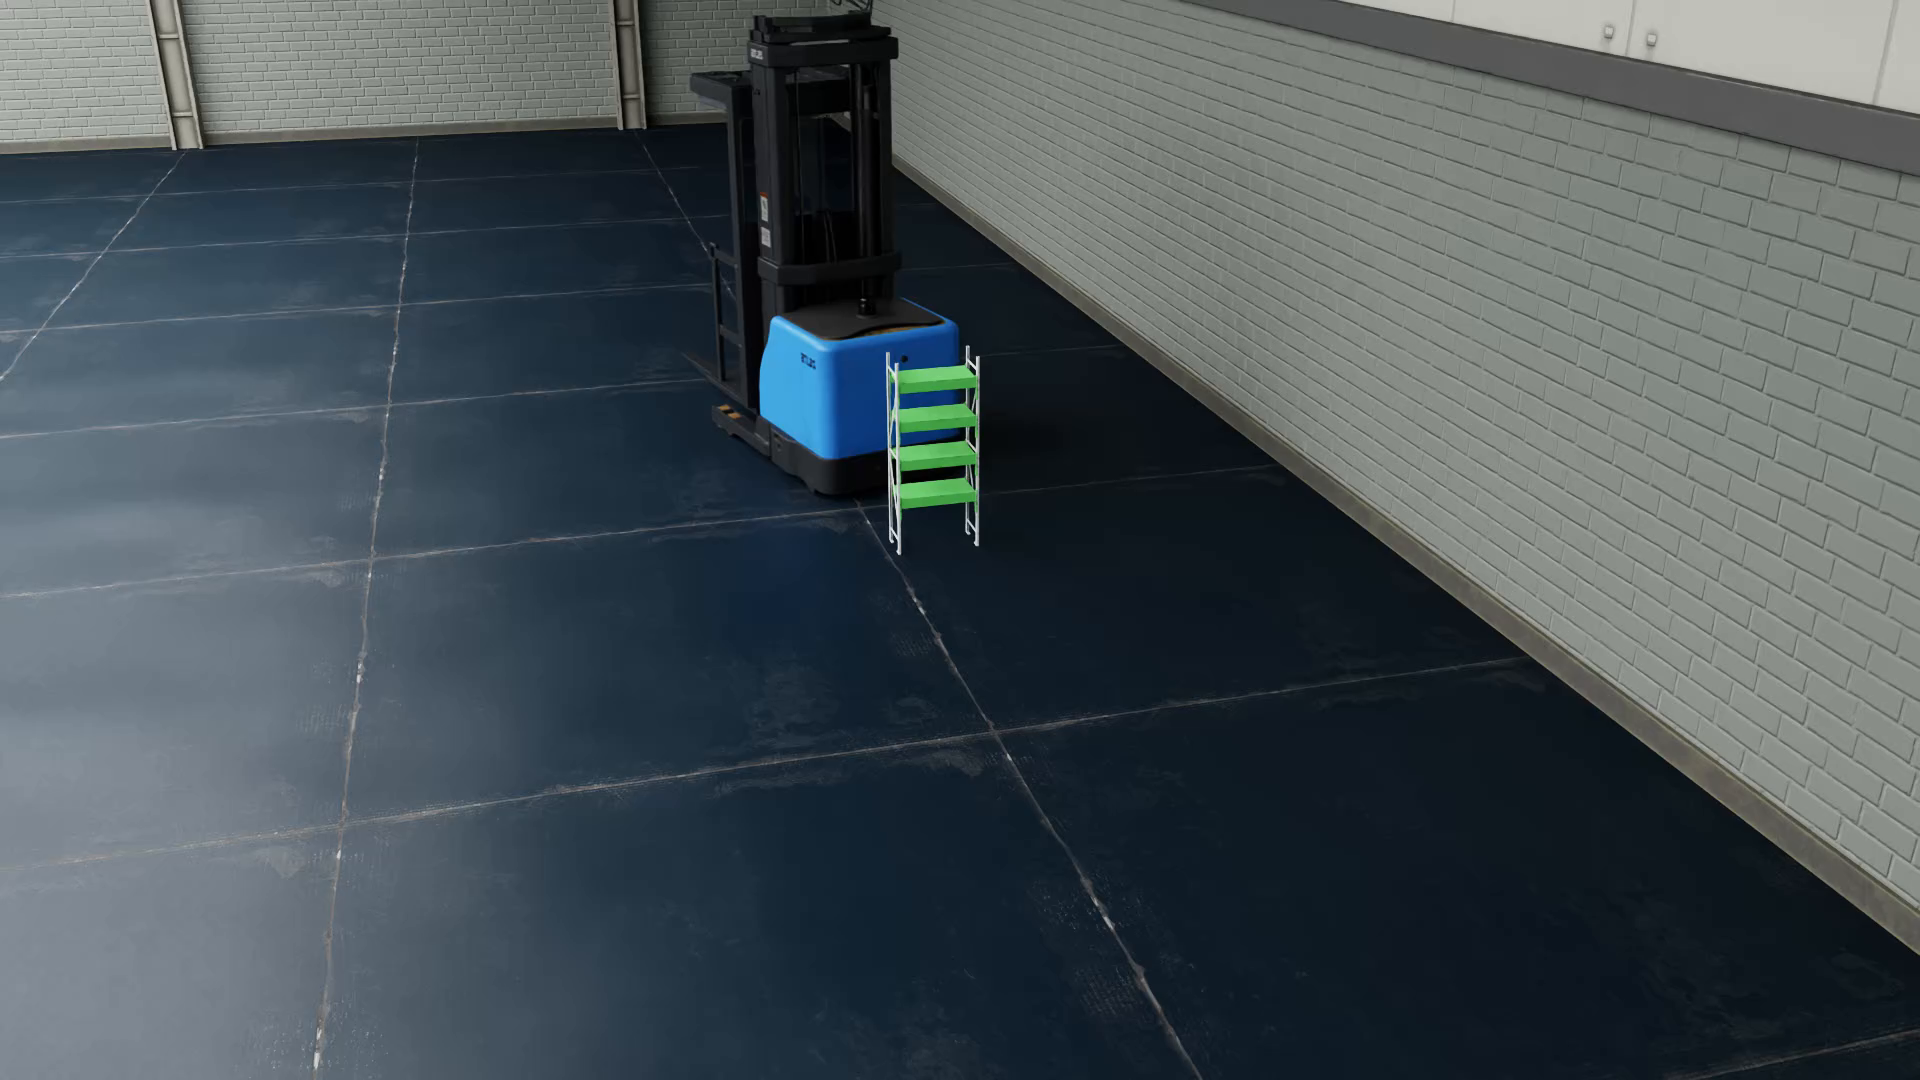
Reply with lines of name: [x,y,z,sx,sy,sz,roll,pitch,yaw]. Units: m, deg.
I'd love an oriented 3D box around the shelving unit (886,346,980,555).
shelving unit: [-0.159,-0.534,9.972,0.503,1.200,0.258,-6,24,-14]

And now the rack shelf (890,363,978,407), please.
rack shelf: [-0.159,-0.916,9.808,0.480,0.148,0.258,-6,24,-14]

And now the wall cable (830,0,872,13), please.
wall cable: [-1.591,-8.542,22.683,0.112,2.526,3.097,-6,24,-14]

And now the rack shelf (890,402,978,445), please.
rack shelf: [-0.159,-0.696,9.903,0.480,0.148,0.258,-6,24,-14]

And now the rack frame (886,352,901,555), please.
rack frame: [-0.394,-0.508,9.912,0.015,1.200,0.240,-6,24,-14]

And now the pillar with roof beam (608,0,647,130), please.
pillar with roof beam: [-3.622,-8.523,18.700,0.400,9.000,9.100,-6,24,-14]

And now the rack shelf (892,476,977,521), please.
rack shelf: [-0.159,-0.254,10.092,0.480,0.148,0.258,-6,24,-14]

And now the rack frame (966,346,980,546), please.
rack frame: [0.076,-0.560,10.033,0.015,1.200,0.240,-6,24,-14]

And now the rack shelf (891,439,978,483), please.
rack shelf: [-0.159,-0.475,9.998,0.480,0.148,0.258,-6,24,-14]

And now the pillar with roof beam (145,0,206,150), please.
pillar with roof beam: [-9.399,-7.884,17.211,0.400,9.000,9.100,-6,24,-14]

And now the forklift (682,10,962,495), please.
forklift: [-1.159,-2.178,11.609,1.130,2.935,3.031,-13,26,-27]
